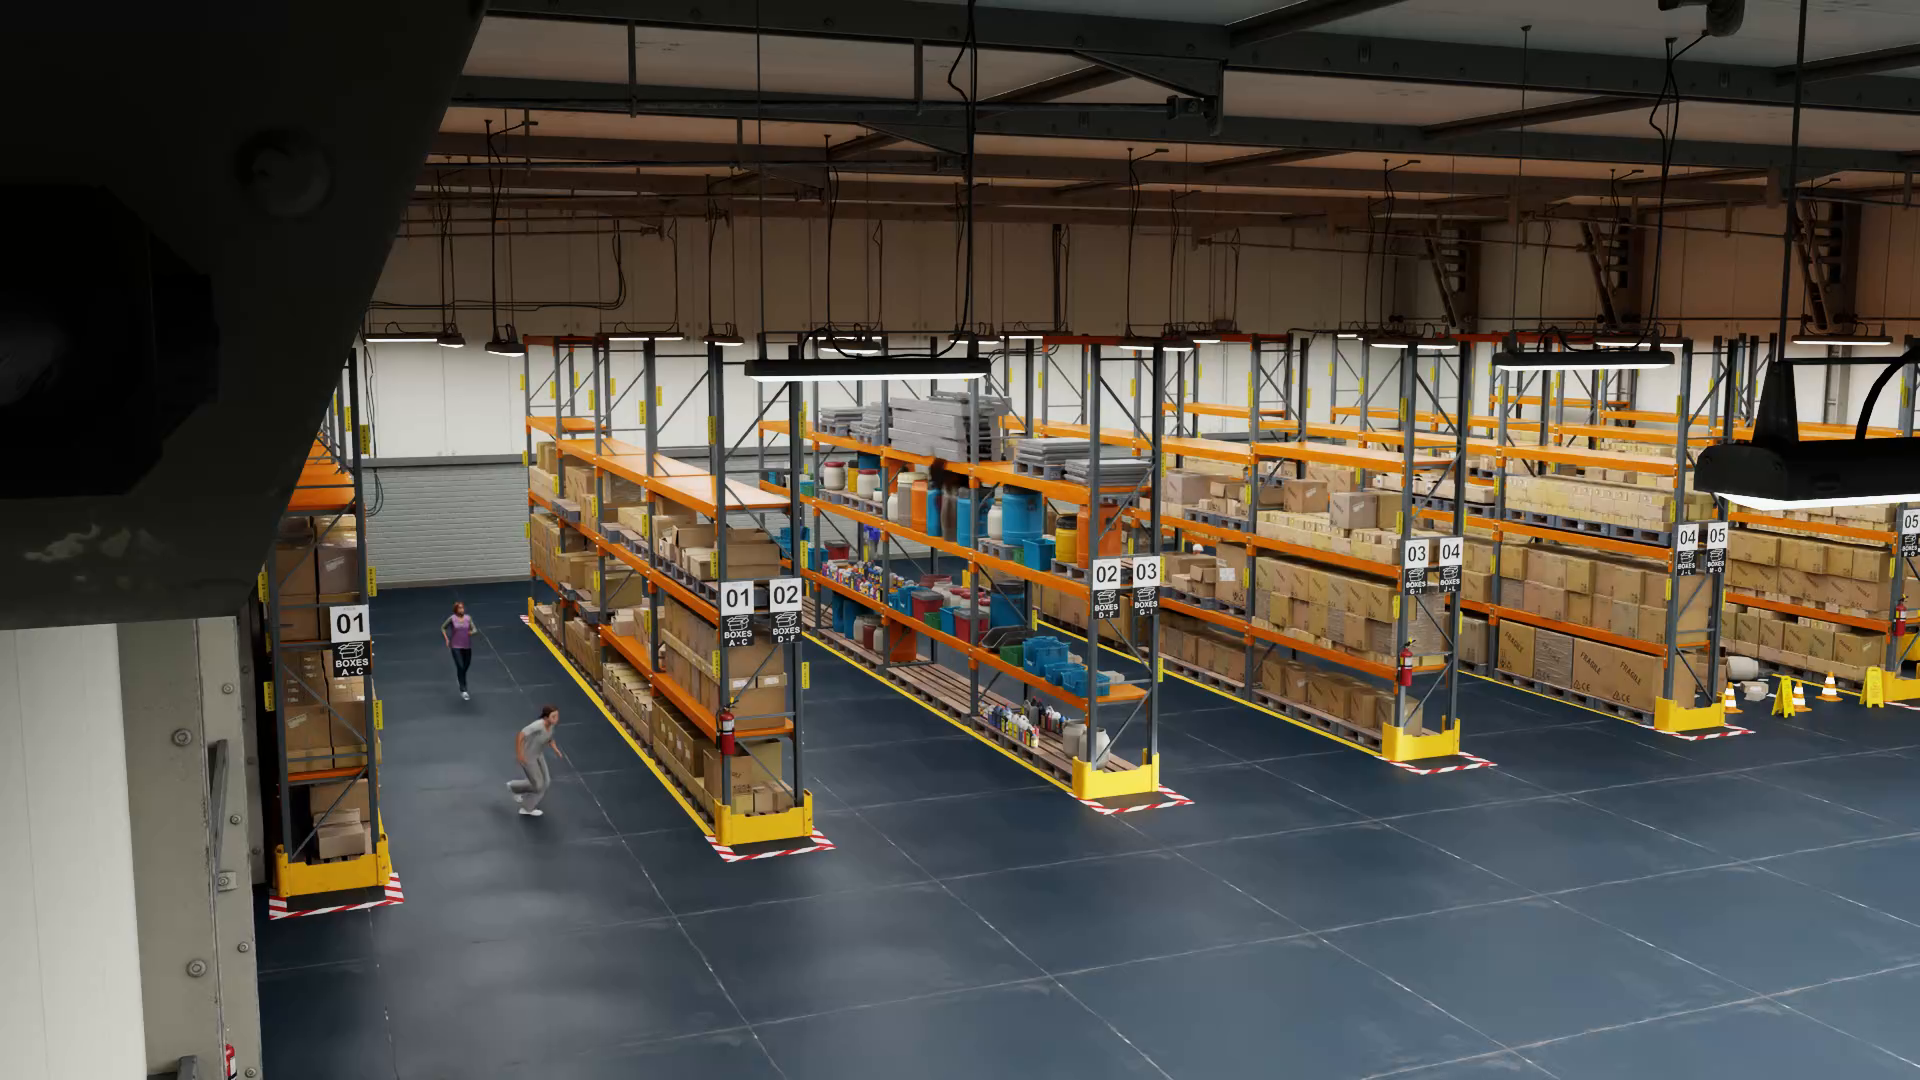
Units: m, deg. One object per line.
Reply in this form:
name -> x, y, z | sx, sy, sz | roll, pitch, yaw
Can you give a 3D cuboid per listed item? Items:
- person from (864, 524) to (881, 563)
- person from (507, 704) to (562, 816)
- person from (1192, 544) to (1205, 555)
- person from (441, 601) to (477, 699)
person -> -2.157, 0.150, 40.409 | 0.741, 1.588, 0.735 | 5, 9, 34
person -> -5.459, 2.801, 21.182 | 0.821, 1.490, 0.582 | 4, 8, 25
person -> 4.775, 0.919, 34.241 | 0.685, 1.729, 0.622 | -1, 8, -10
person -> -8.381, 1.815, 27.906 | 0.544, 1.593, 0.887 | -5, 9, -33
